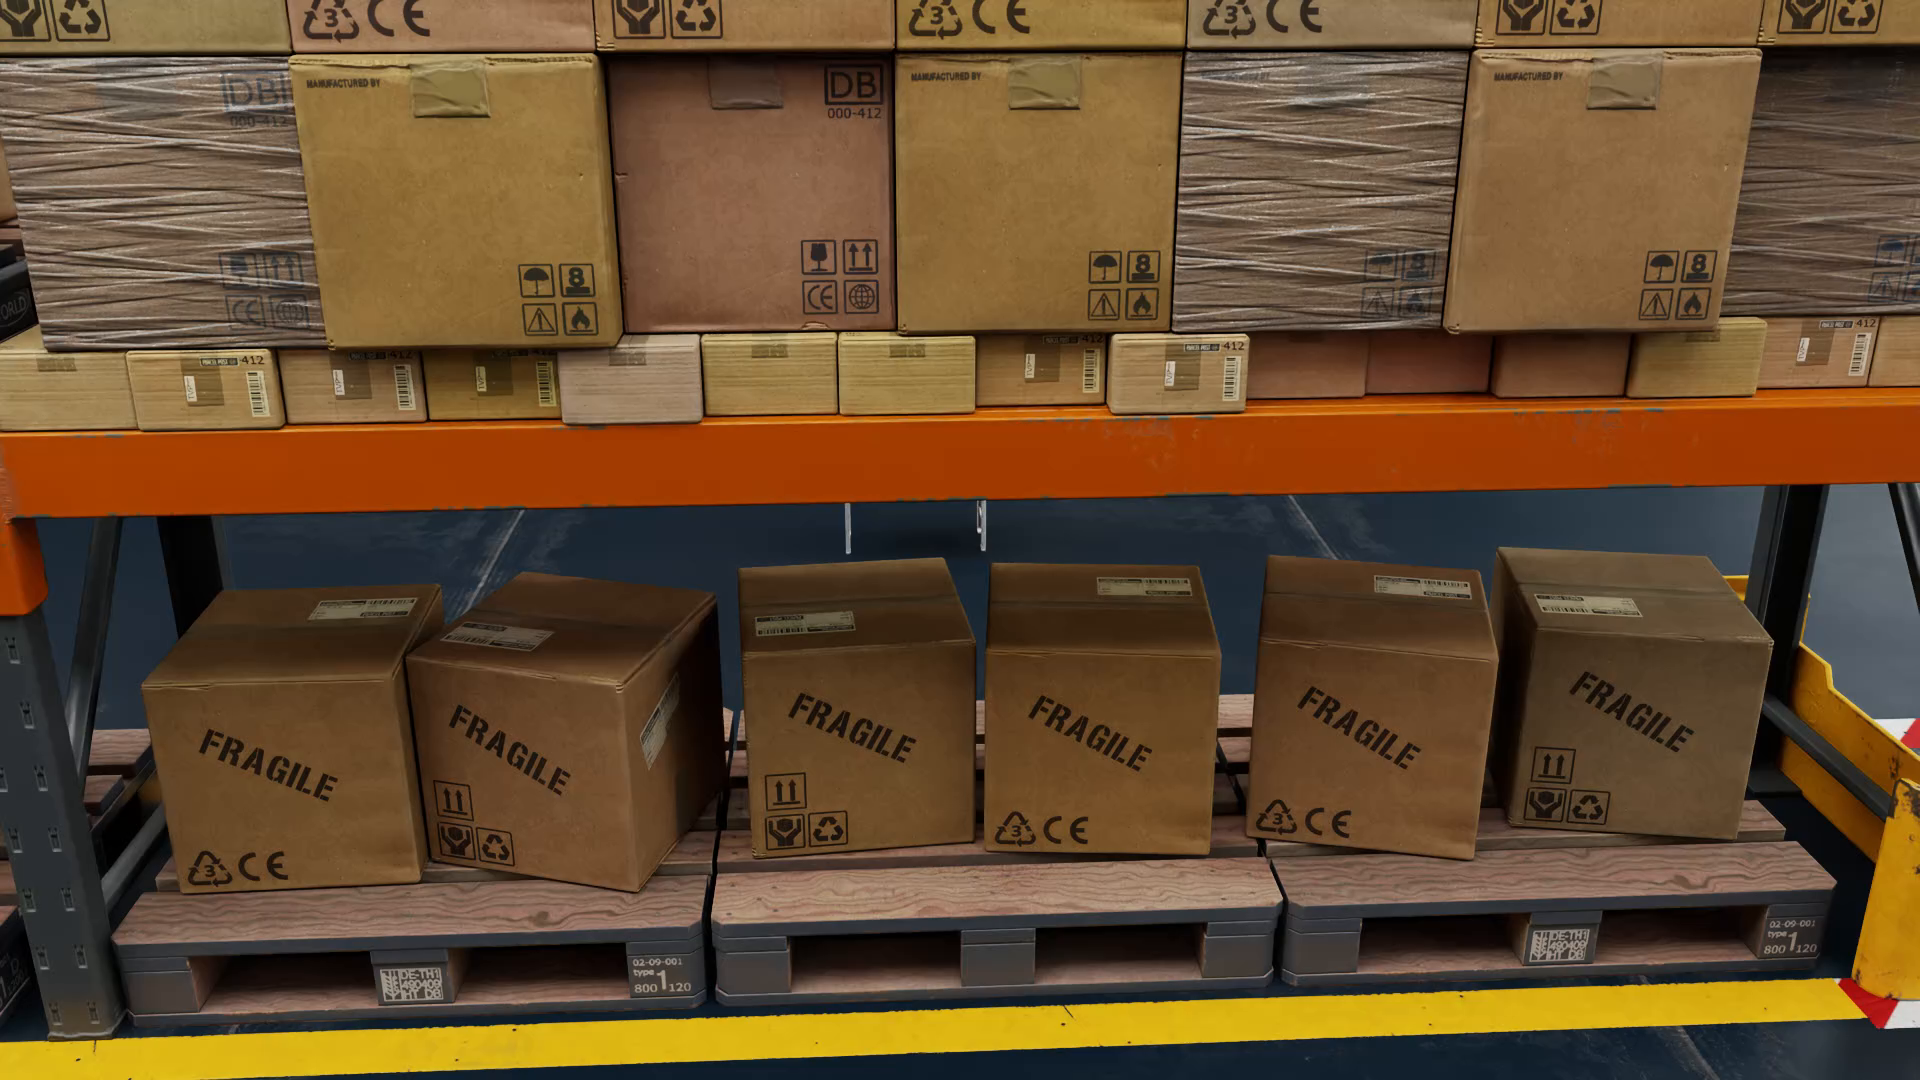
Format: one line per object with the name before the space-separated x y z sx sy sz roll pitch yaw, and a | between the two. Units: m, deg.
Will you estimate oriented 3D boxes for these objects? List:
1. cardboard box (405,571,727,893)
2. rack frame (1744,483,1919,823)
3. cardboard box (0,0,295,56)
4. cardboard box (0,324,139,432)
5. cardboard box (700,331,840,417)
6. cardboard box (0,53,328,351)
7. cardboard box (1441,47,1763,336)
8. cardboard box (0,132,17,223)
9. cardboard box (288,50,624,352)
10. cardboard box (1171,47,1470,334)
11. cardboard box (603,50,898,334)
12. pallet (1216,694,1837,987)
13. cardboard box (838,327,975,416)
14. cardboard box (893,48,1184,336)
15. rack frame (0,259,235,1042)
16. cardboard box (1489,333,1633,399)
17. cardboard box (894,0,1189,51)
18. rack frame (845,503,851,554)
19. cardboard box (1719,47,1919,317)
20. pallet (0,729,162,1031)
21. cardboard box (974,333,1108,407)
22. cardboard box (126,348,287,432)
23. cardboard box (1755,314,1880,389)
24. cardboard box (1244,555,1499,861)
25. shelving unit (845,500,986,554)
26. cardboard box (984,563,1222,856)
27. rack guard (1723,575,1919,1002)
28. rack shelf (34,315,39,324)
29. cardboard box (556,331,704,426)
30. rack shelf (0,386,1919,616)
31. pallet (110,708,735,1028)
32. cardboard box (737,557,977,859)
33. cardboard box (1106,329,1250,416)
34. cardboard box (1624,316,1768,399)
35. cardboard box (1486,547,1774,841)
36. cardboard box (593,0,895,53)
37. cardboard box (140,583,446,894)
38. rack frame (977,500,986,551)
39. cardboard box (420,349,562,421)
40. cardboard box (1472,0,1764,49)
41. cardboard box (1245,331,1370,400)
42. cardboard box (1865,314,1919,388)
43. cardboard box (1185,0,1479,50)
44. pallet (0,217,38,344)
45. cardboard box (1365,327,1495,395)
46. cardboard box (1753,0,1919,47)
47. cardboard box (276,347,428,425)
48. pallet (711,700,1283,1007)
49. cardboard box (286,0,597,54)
cardboard box | -0.863 0.414 3.741 0.500 0.500 0.500 5 22 14
rack frame | 2.158 -0.631 3.563 0.127 3.000 1.000 -1 21 -3
cardboard box | -1.372 -1.122 2.888 0.500 0.500 0.500 -1 21 -3
cardboard box | -1.604 -0.330 3.125 0.250 0.149 0.380 -1 21 -3
cardboard box | -0.357 -0.364 3.214 0.250 0.149 0.380 -1 21 -3
cardboard box | -1.383 -0.723 3.245 0.500 0.500 0.875 -1 21 -3
cardboard box | 1.115 -0.763 3.350 0.500 0.500 0.875 -1 21 -3
cardboard box | -2.637 -1.060 3.256 1.000 1.000 1.000 -1 21 -3
cardboard box | -0.882 -0.720 3.239 0.500 0.500 0.875 -1 21 -3
cardboard box | 0.613 -0.768 3.363 0.500 0.500 0.875 -1 21 -3
cardboard box | -0.388 -0.766 3.359 0.500 0.500 0.875 -1 21 -3
pallet | 1.269 0.678 4.044 1.213 0.211 1.003 -1 21 -3
cardboard box | -0.107 -0.365 3.217 0.250 0.149 0.380 -1 21 -3
cardboard box | 0.113 -0.762 3.348 0.500 0.500 0.875 -1 21 -3
rack frame | -1.836 -0.550 3.349 0.127 3.000 1.000 -1 21 -3
cardboard box | 1.138 -0.407 3.327 0.250 0.149 0.380 -1 21 -3
cardboard box | 0.125 -1.156 2.979 0.500 0.500 0.500 -1 21 -3
rack frame | -0.409 -0.552 5.886 0.015 1.200 0.240 -1 21 -3
cardboard box | 1.607 -0.815 3.488 0.500 0.500 0.875 -1 21 -3
pallet | -2.613 0.770 3.803 1.213 0.211 1.003 -1 21 -3
cardboard box | 0.140 -0.386 3.273 0.250 0.149 0.380 -1 21 -3
cardboard box | -1.354 -0.330 3.126 0.250 0.149 0.380 -1 21 -3
cardboard box | 1.635 -0.430 3.387 0.250 0.149 0.380 -1 21 -3
cardboard box | 0.939 0.372 3.851 0.500 0.500 0.500 4 21 11
shelving unit | -0.165 -0.557 5.899 0.503 1.200 0.258 -1 21 -3
cardboard box | 0.312 0.378 3.835 0.500 0.500 0.500 1 21 2
rack guard | 2.082 0.539 4.003 0.348 0.500 1.175 -1 21 -3
rack shelf | -3.832 -0.173 3.371 4.000 0.370 1.077 -1 21 -3
cardboard box | -0.605 -0.344 3.162 0.250 0.149 0.380 -1 21 -3
rack shelf | 0.161 -0.254 3.584 4.000 0.370 1.077 -1 21 -3
pallet | -1.167 0.727 3.914 1.213 0.211 1.003 -1 21 -3
cardboard box | -0.247 0.373 3.847 0.500 0.500 0.500 -3 21 -8
cardboard box | 0.393 -0.367 3.222 0.250 0.149 0.380 -1 21 -3
cardboard box | 1.389 -0.406 3.325 0.250 0.149 0.380 -1 21 -3
cardboard box | 1.533 0.348 3.915 0.500 0.500 0.500 3 21 7
cardboard box | -0.374 -1.142 2.942 0.500 0.500 0.500 -1 21 -3
cardboard box | -1.434 0.428 3.703 0.500 0.500 0.500 -2 21 -5
rack frame | 0.078 -0.562 5.912 0.015 1.200 0.240 -1 21 -3
cardboard box | -0.856 -0.354 3.187 0.250 0.149 0.380 -1 21 -3
cardboard box | 1.124 -1.173 3.022 0.500 0.500 0.500 -1 21 -3
cardboard box | 0.638 -0.403 3.318 0.250 0.149 0.380 -1 21 -3
cardboard box | 1.885 -0.435 3.400 0.250 0.149 0.380 -1 21 -3
cardboard box | 0.625 -1.164 2.998 0.500 0.500 0.500 -1 21 -3
pallet | -2.607 -0.496 3.478 1.213 0.211 1.003 -1 21 -3
cardboard box | 0.886 -0.416 3.352 0.250 0.149 0.380 -1 21 -3
cardboard box | 1.623 -1.185 3.054 0.500 0.500 0.500 -1 21 -3
cardboard box | -1.106 -0.345 3.165 0.250 0.149 0.380 -1 21 -3
pallet | 0.054 0.701 3.982 1.213 0.211 1.003 -1 21 -3
cardboard box | -0.873 -1.132 2.916 0.500 0.500 0.500 -1 21 -3
